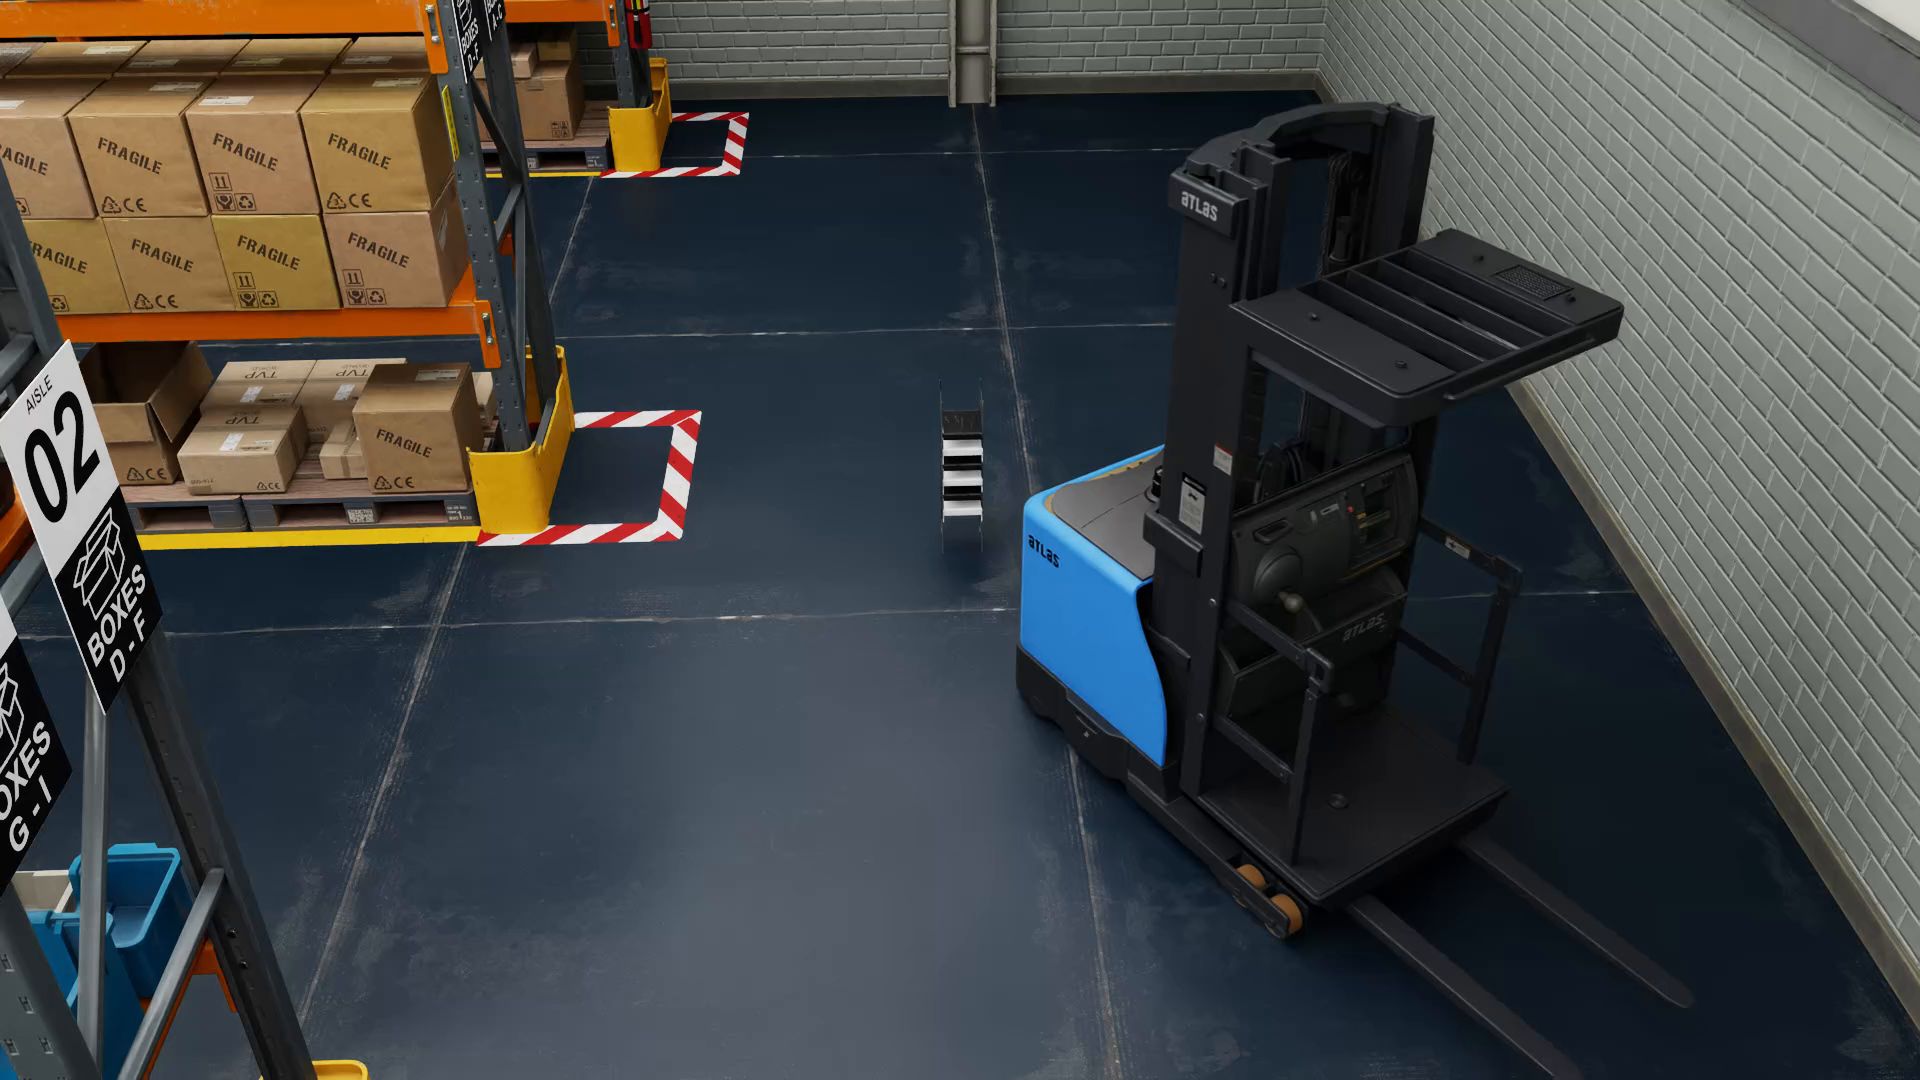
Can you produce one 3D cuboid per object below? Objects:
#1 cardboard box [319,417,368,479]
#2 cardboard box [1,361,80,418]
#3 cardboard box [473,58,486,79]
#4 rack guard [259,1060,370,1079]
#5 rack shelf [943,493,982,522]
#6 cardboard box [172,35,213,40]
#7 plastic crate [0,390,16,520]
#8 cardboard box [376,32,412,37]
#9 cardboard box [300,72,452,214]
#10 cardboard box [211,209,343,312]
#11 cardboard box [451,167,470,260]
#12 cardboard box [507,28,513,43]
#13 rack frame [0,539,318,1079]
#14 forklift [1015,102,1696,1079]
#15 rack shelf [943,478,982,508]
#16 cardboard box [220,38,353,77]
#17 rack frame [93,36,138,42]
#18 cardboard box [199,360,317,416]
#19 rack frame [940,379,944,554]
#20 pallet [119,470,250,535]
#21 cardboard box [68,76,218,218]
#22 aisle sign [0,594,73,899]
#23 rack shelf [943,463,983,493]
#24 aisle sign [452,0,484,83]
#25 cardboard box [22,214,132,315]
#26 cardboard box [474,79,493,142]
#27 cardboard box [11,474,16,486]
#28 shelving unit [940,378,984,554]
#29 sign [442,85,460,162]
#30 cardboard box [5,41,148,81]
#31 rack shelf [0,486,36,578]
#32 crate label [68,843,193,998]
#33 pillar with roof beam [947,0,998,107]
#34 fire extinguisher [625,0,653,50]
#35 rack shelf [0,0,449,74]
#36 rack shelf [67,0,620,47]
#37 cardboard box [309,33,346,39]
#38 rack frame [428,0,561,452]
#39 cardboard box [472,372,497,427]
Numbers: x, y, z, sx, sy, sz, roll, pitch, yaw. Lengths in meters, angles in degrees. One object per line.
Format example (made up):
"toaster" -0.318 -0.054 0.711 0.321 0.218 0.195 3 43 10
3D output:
"cardboard box" -3.257 -0.500 8.940 0.250 0.166 0.380 -2 35 -2
"cardboard box" -5.007 -0.763 9.193 0.500 0.311 0.500 -2 35 -2
"cardboard box" -3.624 -3.636 12.626 0.250 0.149 0.380 -1 35 -1
"rack guard" -2.063 2.237 5.079 0.348 0.500 1.175 -2 35 -2
"rack shelf" 0.008 -0.195 8.616 0.200 0.077 0.258 -2 35 -2
"cardboard box" -5.953 -3.789 12.847 0.250 0.149 0.380 -2 35 -3
"plastic crate" -2.484 -0.111 3.753 0.590 0.269 0.497 -2 35 -2
"cardboard box" -4.400 -3.832 12.909 0.250 0.149 0.380 -1 35 -2
"cardboard box" -2.748 -1.883 7.868 0.500 0.500 0.500 -2 35 -3
"cardboard box" -3.269 -1.457 8.132 0.500 0.500 0.500 -1 35 -2
"cardboard box" -2.772 -1.778 8.595 0.500 0.500 0.500 -1 35 -1
"cardboard box" -3.640 -3.853 12.940 0.250 0.149 0.380 -1 35 -2
"rack frame" -2.086 1.217 4.356 0.127 3.000 1.000 -2 35 -2
"forklift" 1.507 0.033 6.126 1.130 2.935 3.031 -22 40 -28
"rack shelf" 0.008 -0.269 8.564 0.200 0.077 0.258 -2 35 -2
"cardboard box" -3.294 -2.171 8.284 0.500 0.500 0.500 -1 35 -2
"rack frame" -6.550 -4.307 12.337 0.127 3.000 1.000 -2 35 -2
"cardboard box" -3.872 -0.769 9.255 0.500 0.250 0.500 -2 35 -2
"rack frame" -0.093 -0.367 8.490 0.006 0.900 0.240 -2 35 -2
"pallet" -4.405 -0.397 9.138 1.213 0.211 1.003 -2 35 -2
"cardboard box" -3.770 -1.852 7.824 0.500 0.500 0.500 -1 35 -1
"aisle sign" -2.000 0.313 3.378 0.004 0.787 0.394 -2 35 -2
"rack shelf" 0.008 -0.343 8.513 0.200 0.077 0.258 -2 35 -2
"aisle sign" -2.234 -2.496 7.436 0.004 0.787 0.394 -2 35 -2
"cardboard box" -4.271 -1.433 8.097 0.500 0.500 0.500 -2 35 -3
"cardboard box" -3.749 -3.470 12.956 0.500 0.500 0.700 -2 35 -2
"cardboard box" -5.019 -0.424 8.830 0.250 0.166 0.380 -2 35 -2
"shelving unit" 0.008 -0.370 8.494 0.210 0.900 0.258 -2 35 -2
"sign" -2.310 -1.889 7.548 0.005 0.325 0.100 -2 35 -2
"cardboard box" -4.302 -2.146 8.248 0.500 0.500 0.500 -2 35 -3
"rack shelf" -4.084 0.333 3.629 4.000 0.370 1.077 -2 35 -2
"crate label" -2.348 1.081 4.647 0.303 0.233 0.416 -2 35 -2
"pillar with roof beam" 0.305 -4.999 8.065 0.400 9.000 9.100 -2 35 -2
"fire extinguisher" -2.382 -3.971 12.248 0.183 0.674 0.296 -2 35 -2
"rack shelf" -4.314 -2.483 7.698 4.000 0.370 1.077 -2 35 -2
"rack shelf" -4.553 -4.065 12.620 4.000 0.370 1.077 -2 35 -2
"cardboard box" -4.911 -3.818 12.889 0.250 0.149 0.380 -1 35 -2
"rack frame" -2.317 -1.599 8.424 0.127 3.000 1.000 -2 35 -2
"cardboard box" -2.751 -0.792 9.376 0.250 0.149 0.380 -2 35 -2
